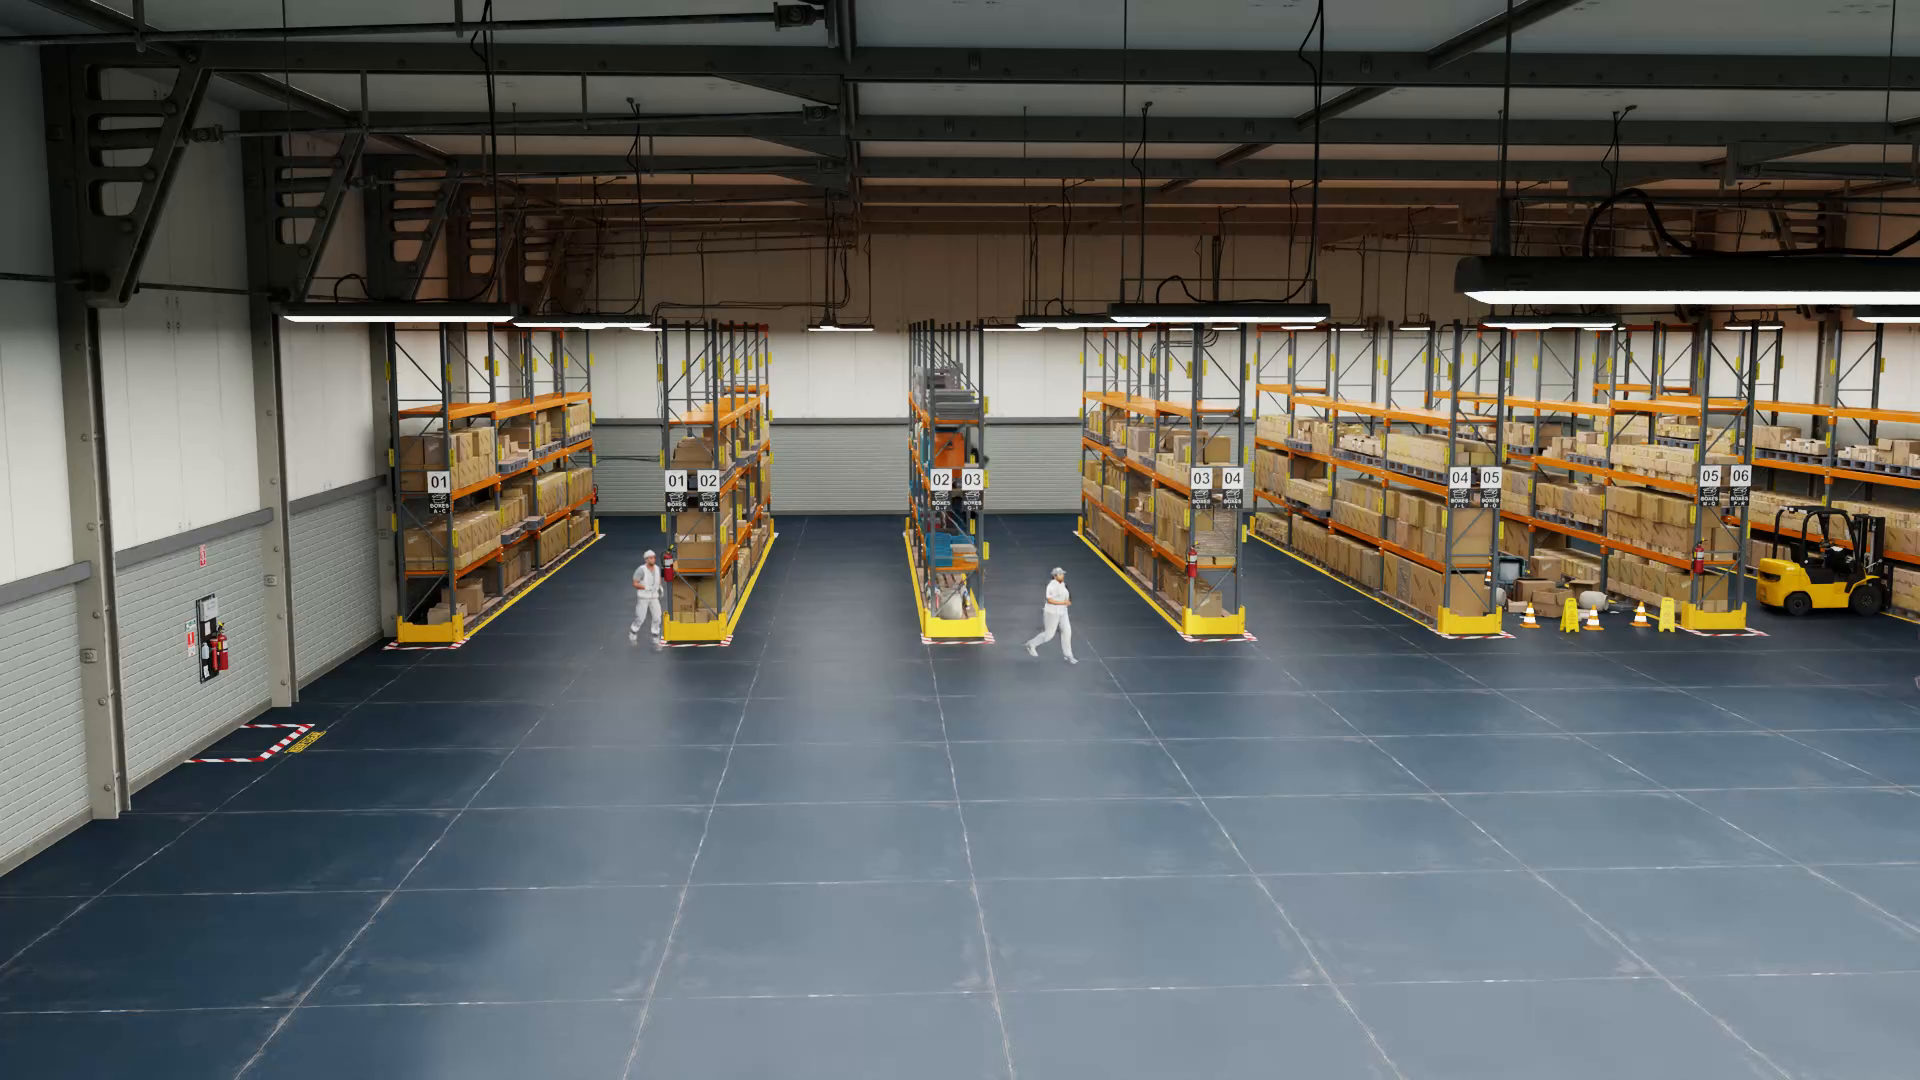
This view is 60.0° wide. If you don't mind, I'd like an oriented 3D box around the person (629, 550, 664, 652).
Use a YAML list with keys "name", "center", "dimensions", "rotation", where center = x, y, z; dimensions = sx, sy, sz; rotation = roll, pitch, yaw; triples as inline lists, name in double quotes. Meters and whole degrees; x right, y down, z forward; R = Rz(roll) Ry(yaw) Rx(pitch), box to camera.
- name: "person"
  center: [-5.669, 1.095, 30.296]
  dimensions: [0.696, 1.840, 0.803]
  rotation: [-6, 10, -42]

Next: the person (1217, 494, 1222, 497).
- name: "person"
  center: [7.244, -0.755, 45.548]
  dimensions: [0.710, 1.760, 0.855]
  rotation: [0, 7, 3]

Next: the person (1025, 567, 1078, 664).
- name: "person"
  center: [1.642, 1.308, 29.181]
  dimensions: [0.934, 1.685, 0.615]
  rotation: [5, 8, 33]
